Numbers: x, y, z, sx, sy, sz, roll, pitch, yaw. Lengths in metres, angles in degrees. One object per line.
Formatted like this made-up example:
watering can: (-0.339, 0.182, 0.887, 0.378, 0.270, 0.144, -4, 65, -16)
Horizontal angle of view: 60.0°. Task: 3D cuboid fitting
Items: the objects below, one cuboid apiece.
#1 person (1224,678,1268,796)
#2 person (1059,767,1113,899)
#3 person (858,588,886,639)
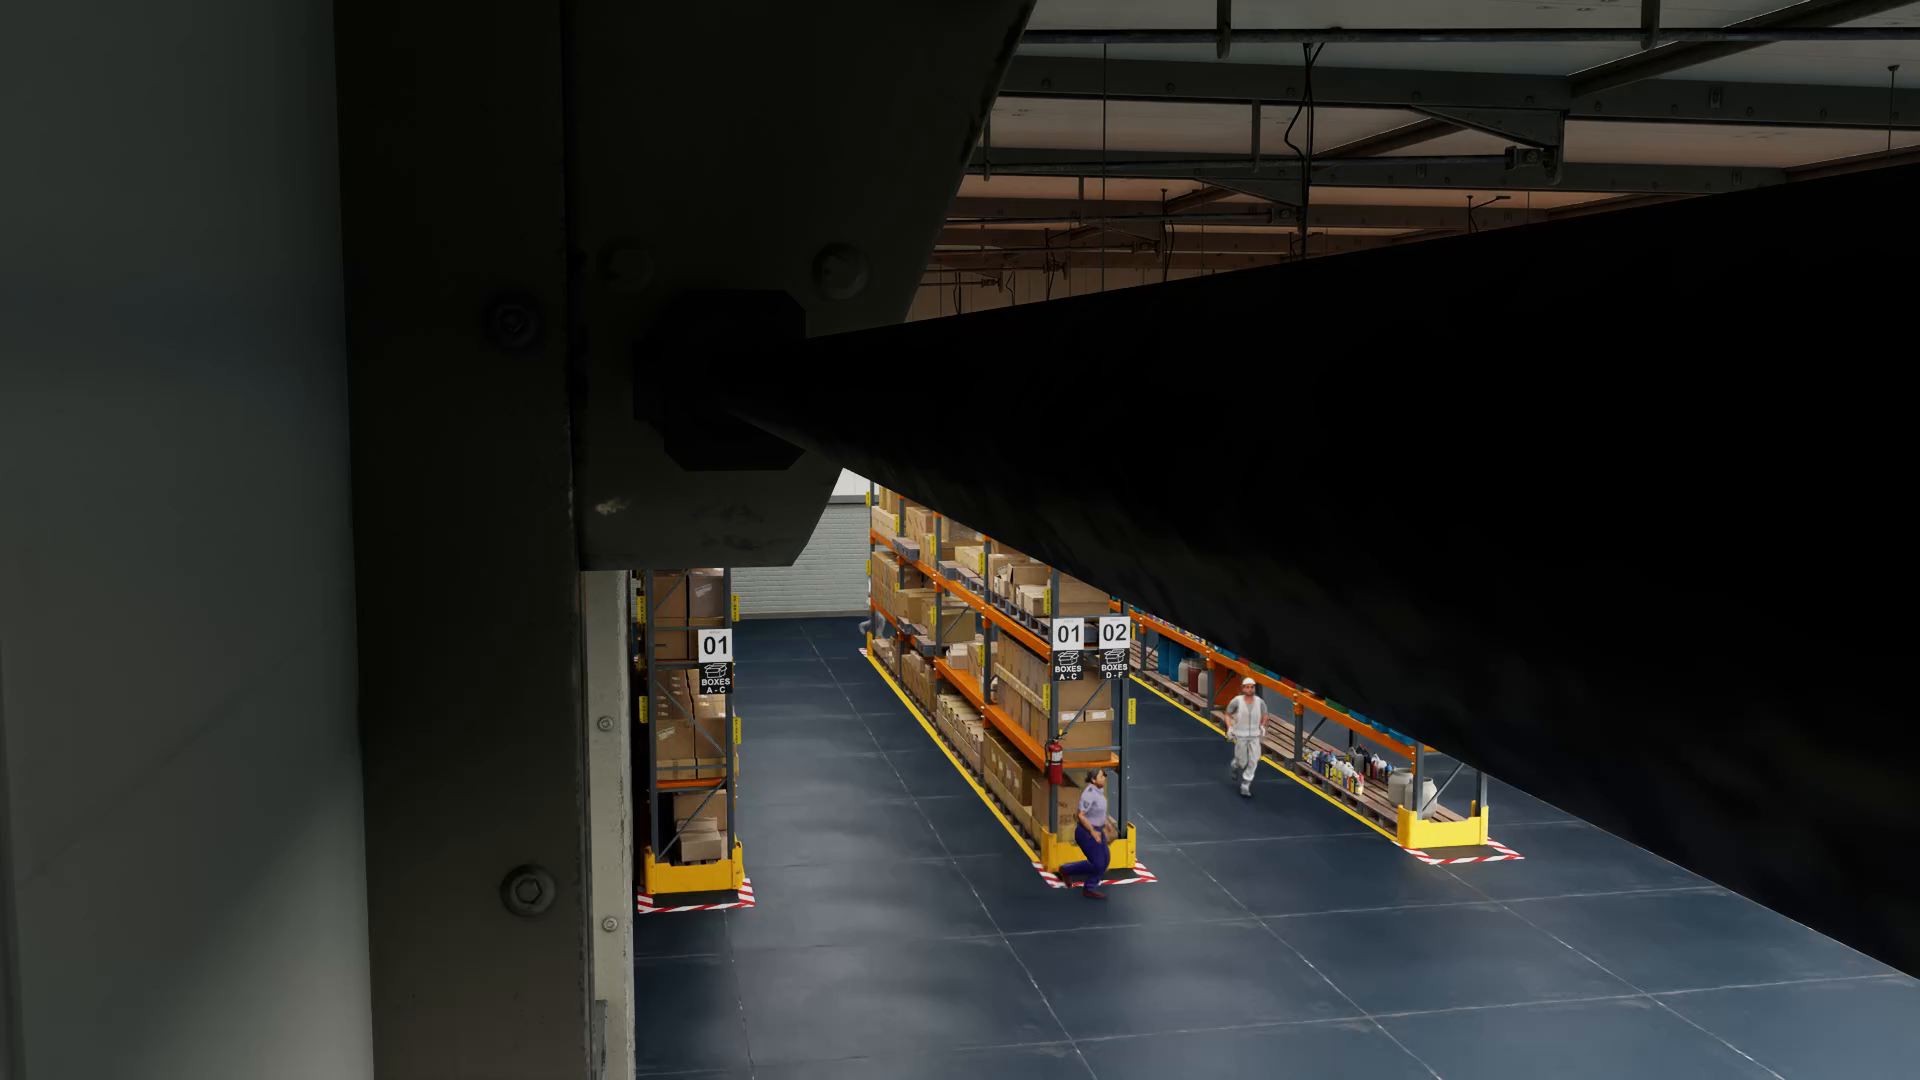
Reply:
person: (4.256, 2.899, 24.664, 0.656, 1.745, 0.669, -1, 6, -7)
person: (1.498, 3.485, 19.826, 0.586, 1.588, 0.593, 2, 6, 19)
person: (-2.002, 1.506, 38.539, 0.708, 1.667, 0.593, 1, 6, 12)
